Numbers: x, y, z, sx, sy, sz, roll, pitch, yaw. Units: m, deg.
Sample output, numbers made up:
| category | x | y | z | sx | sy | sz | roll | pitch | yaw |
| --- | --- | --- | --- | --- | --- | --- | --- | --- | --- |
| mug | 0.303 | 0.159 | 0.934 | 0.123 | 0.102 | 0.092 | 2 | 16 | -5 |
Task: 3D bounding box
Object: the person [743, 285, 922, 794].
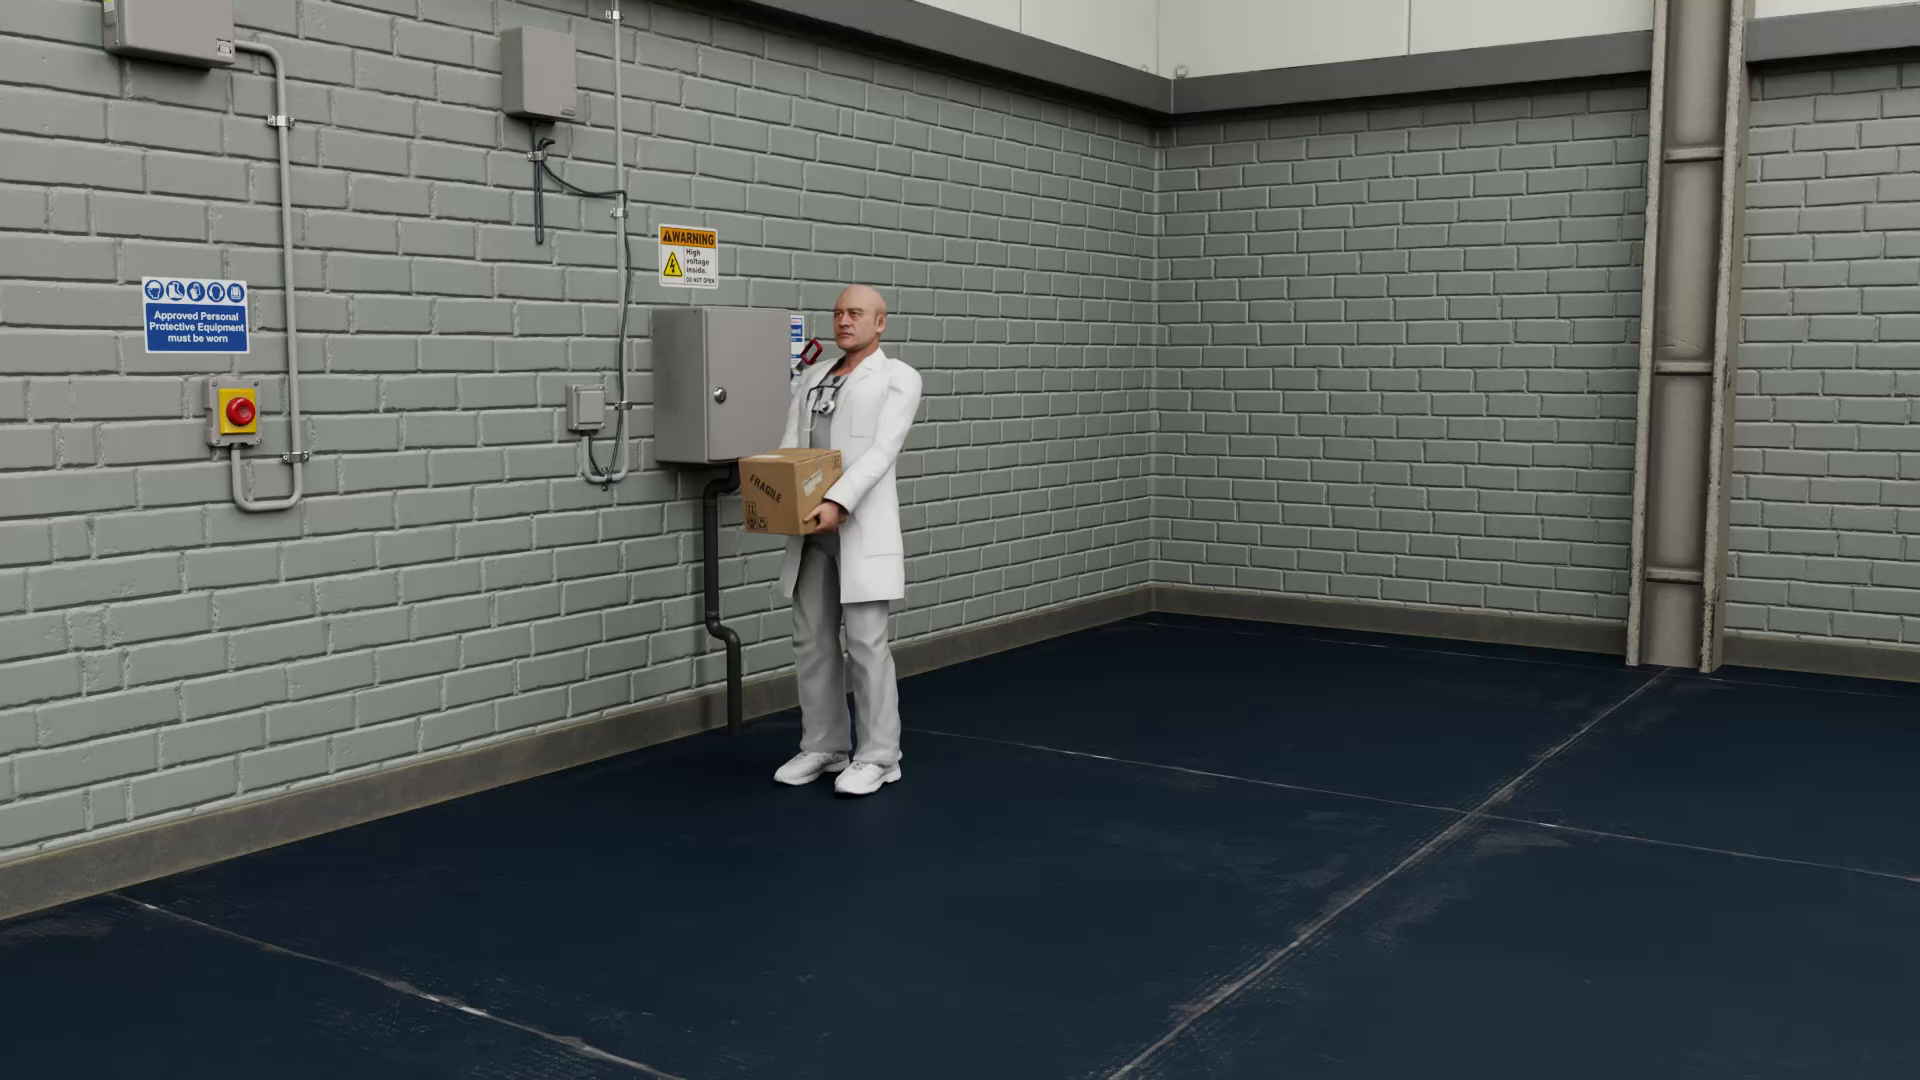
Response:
| category | x | y | z | sx | sy | sz | roll | pitch | yaw |
| --- | --- | --- | --- | --- | --- | --- | --- | --- | --- |
| person | -0.459 | -0.003 | 5.814 | 0.529 | 1.772 | 0.560 | 4 | 7 | 35 |
